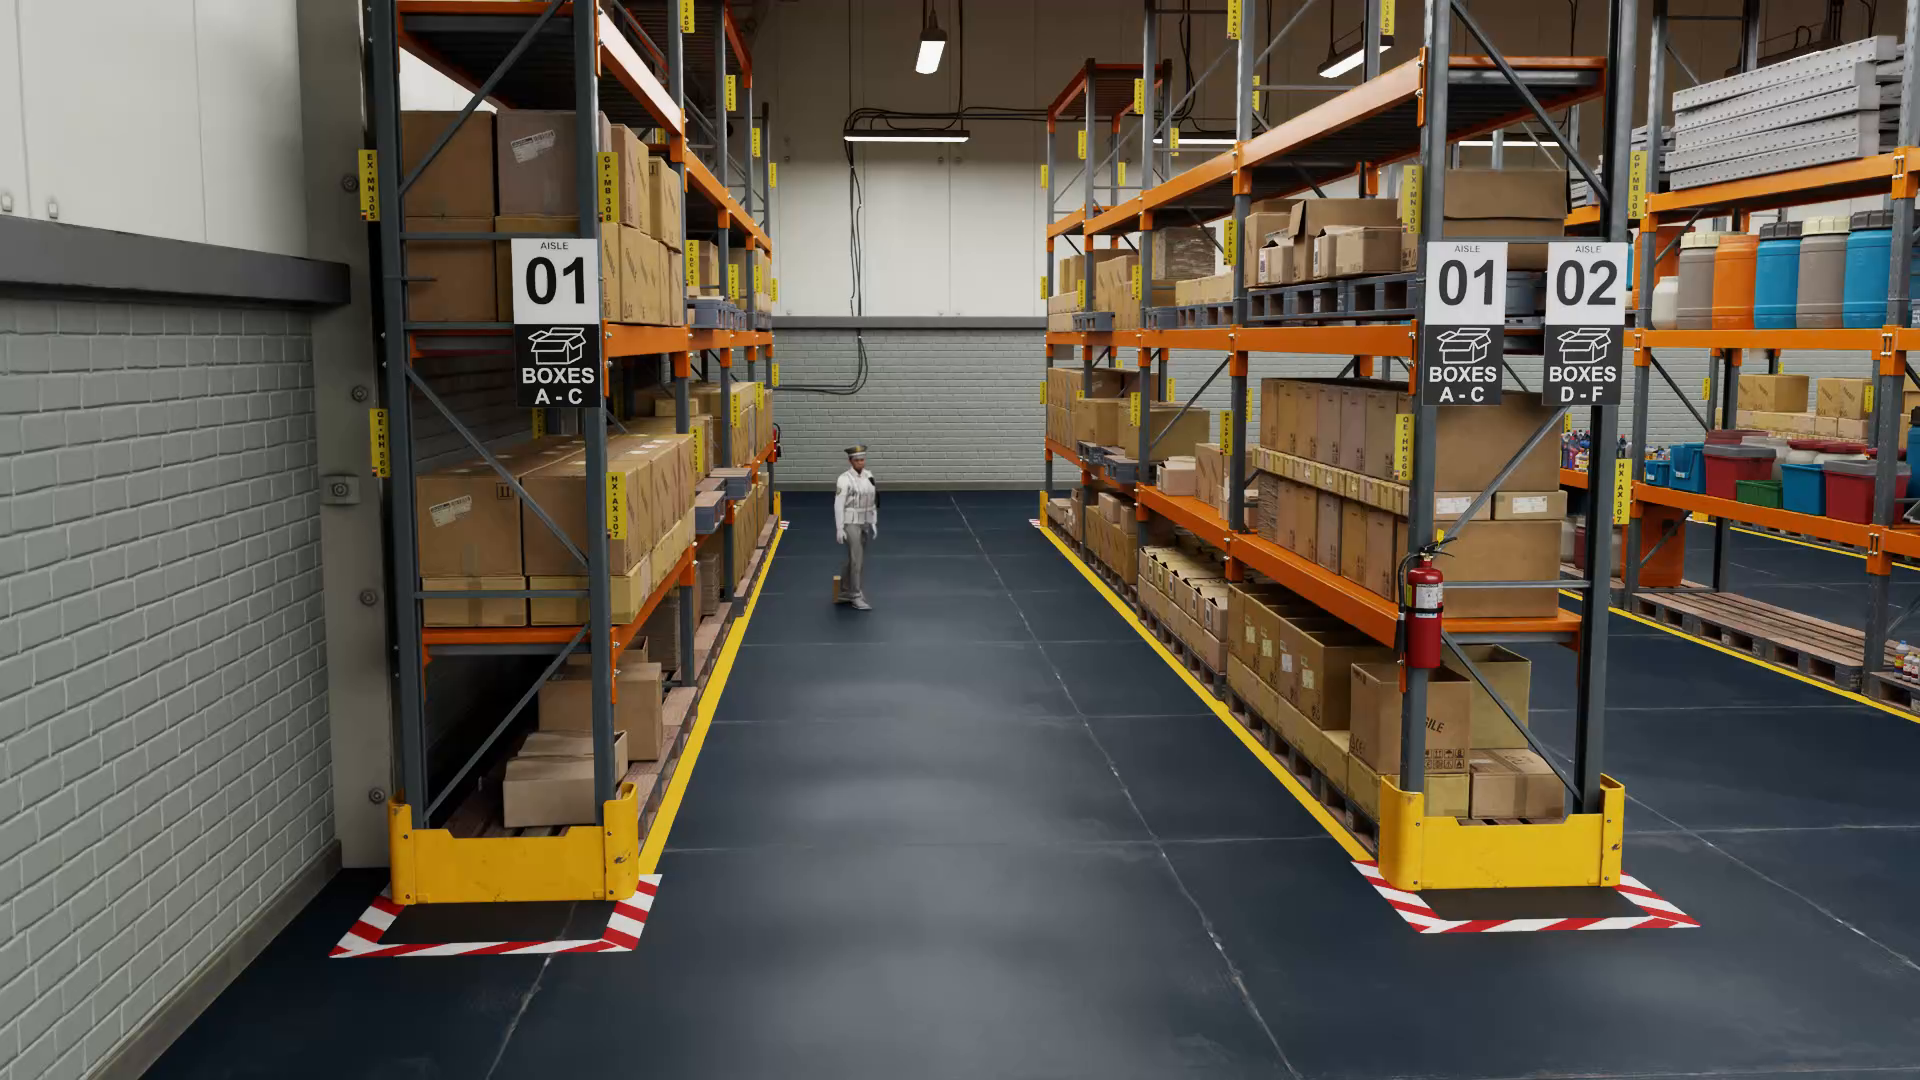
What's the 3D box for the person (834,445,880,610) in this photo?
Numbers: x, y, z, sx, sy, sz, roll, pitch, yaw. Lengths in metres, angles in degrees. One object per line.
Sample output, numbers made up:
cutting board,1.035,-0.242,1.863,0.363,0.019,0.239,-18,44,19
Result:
person,-1.075,-0.143,16.887,0.574,1.662,0.507,6,9,40
